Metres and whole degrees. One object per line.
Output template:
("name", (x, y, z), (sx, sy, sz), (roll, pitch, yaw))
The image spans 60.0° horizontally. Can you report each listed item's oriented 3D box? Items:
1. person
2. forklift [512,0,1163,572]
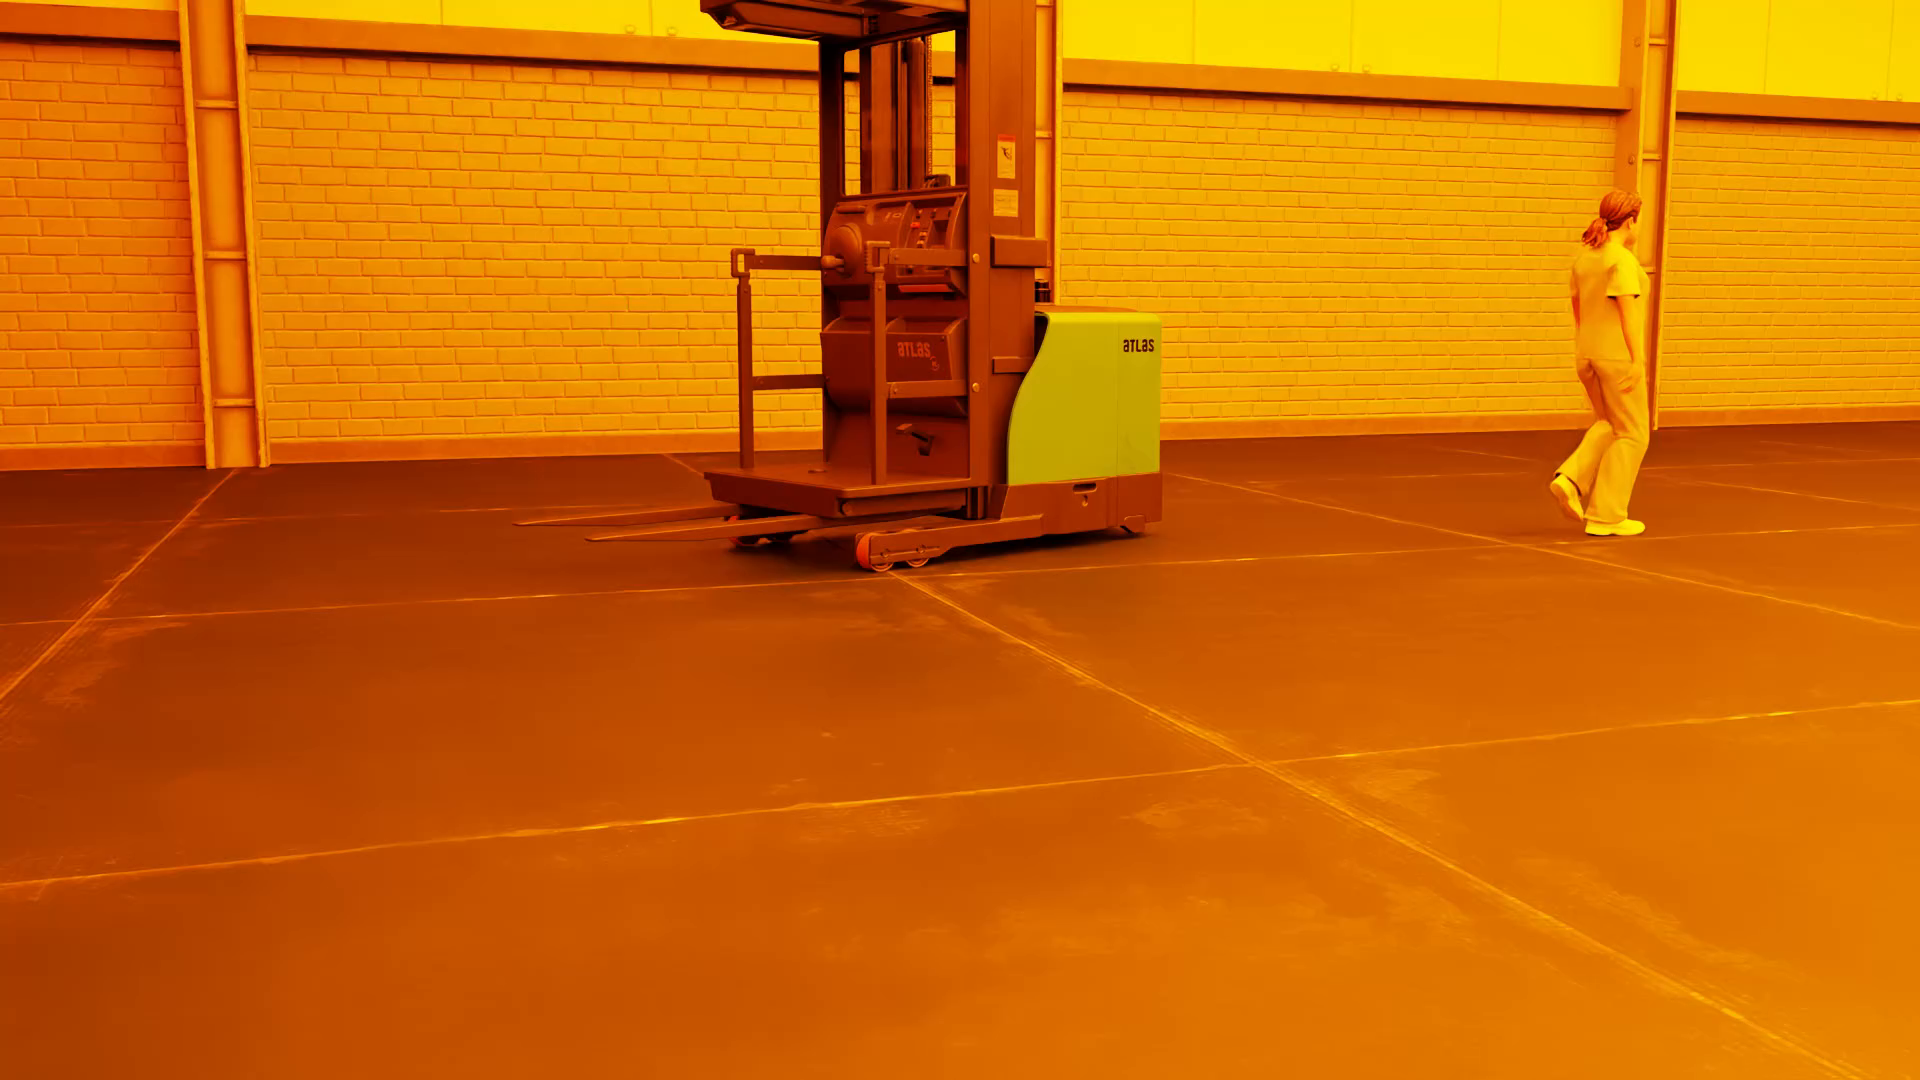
("person", (3.173, -0.852, 8.073), (0.468, 1.651, 0.601), (-2, 8, -16))
("forklift", (-0.461, -1.399, 7.333), (3.031, 2.935, 1.130), (-7, 10, -40))
